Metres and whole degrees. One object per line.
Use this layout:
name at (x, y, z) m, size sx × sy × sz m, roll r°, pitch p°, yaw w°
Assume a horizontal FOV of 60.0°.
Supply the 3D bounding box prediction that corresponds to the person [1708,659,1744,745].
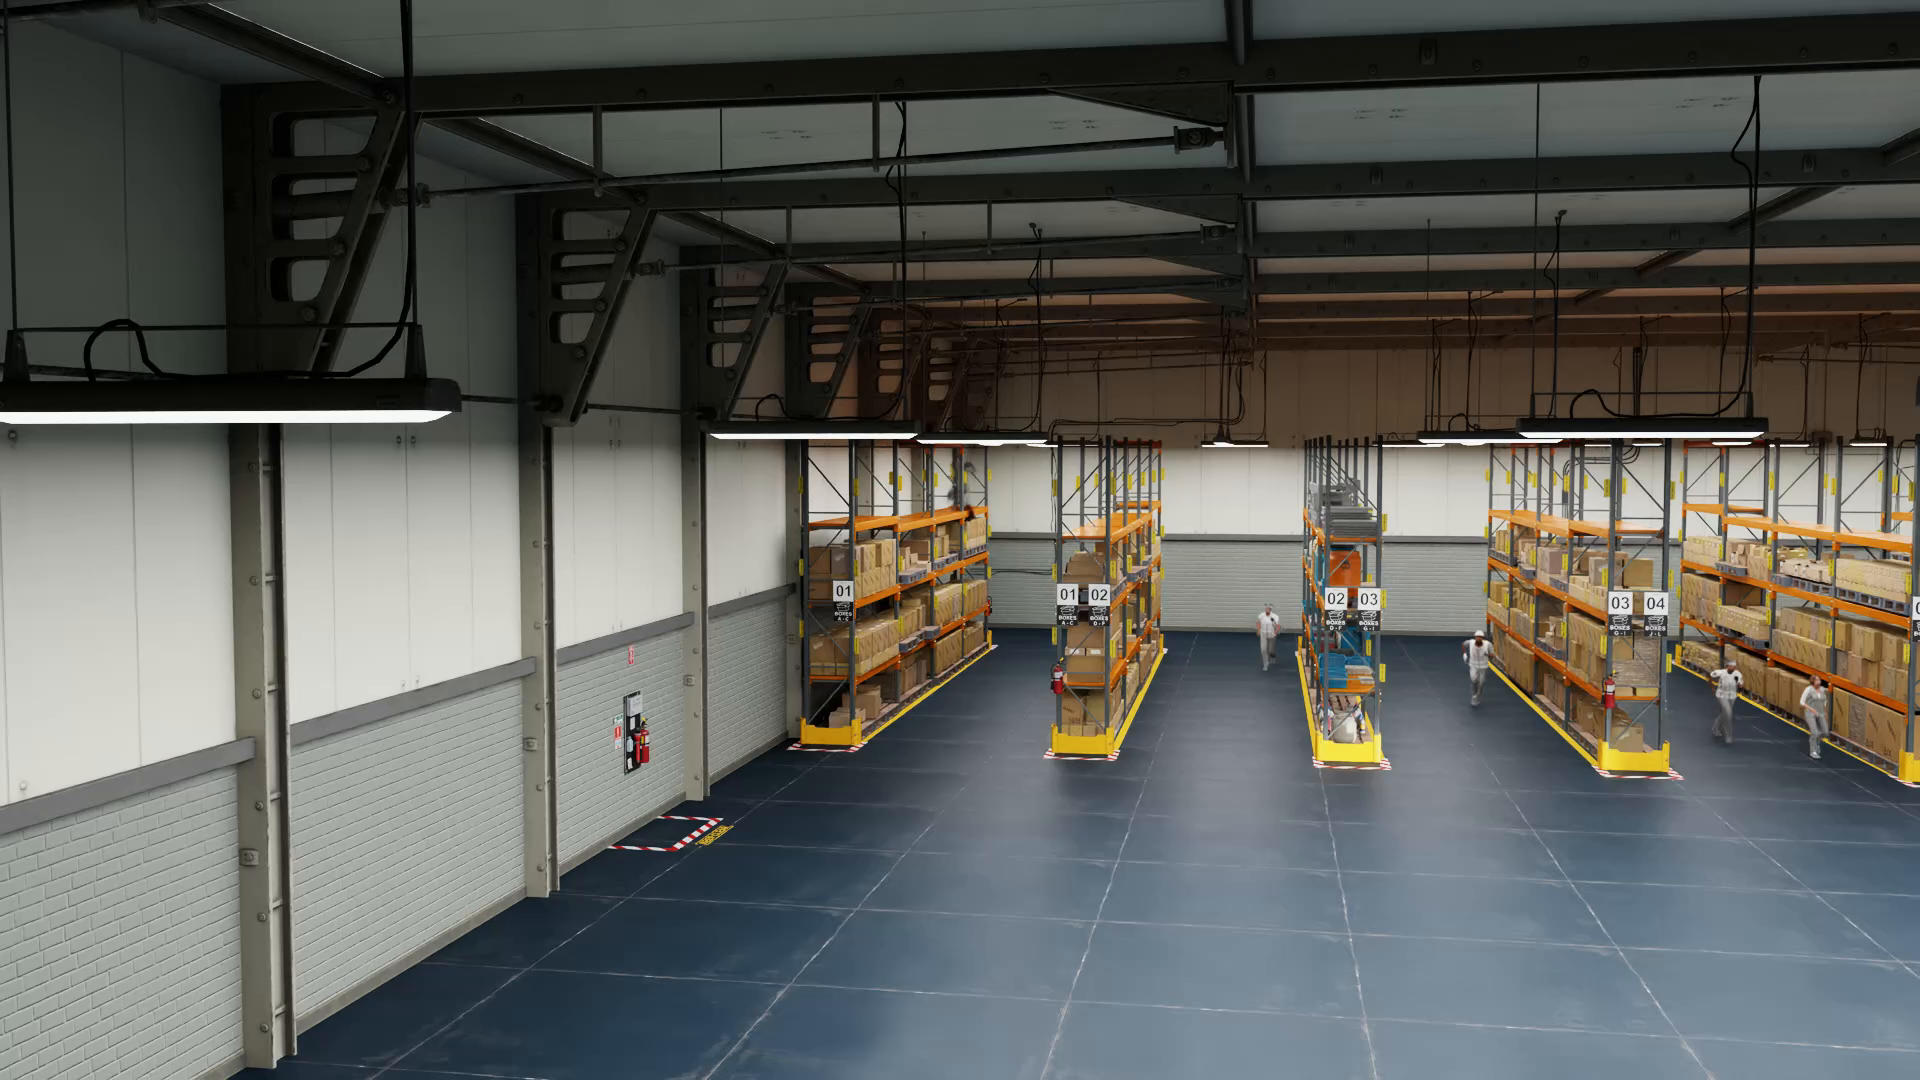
person at (15.042, 3.138, 32.700) m, size 0.572 × 1.691 × 0.925 m, roll 0°, pitch 3°, yaw -3°

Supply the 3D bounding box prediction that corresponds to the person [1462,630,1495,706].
person at (11.529, 2.841, 37.008) m, size 0.666 × 1.709 × 0.915 m, roll 1°, pitch 3°, yaw 11°

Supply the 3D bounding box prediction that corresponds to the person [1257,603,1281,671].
person at (8.074, 2.508, 43.517) m, size 0.646 × 1.754 × 0.848 m, roll 1°, pitch 3°, yaw 19°

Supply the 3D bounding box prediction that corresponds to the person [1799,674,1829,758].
person at (15.884, 3.273, 30.887) m, size 0.554 × 1.562 × 0.534 m, roll 0°, pitch 3°, yaw -1°
